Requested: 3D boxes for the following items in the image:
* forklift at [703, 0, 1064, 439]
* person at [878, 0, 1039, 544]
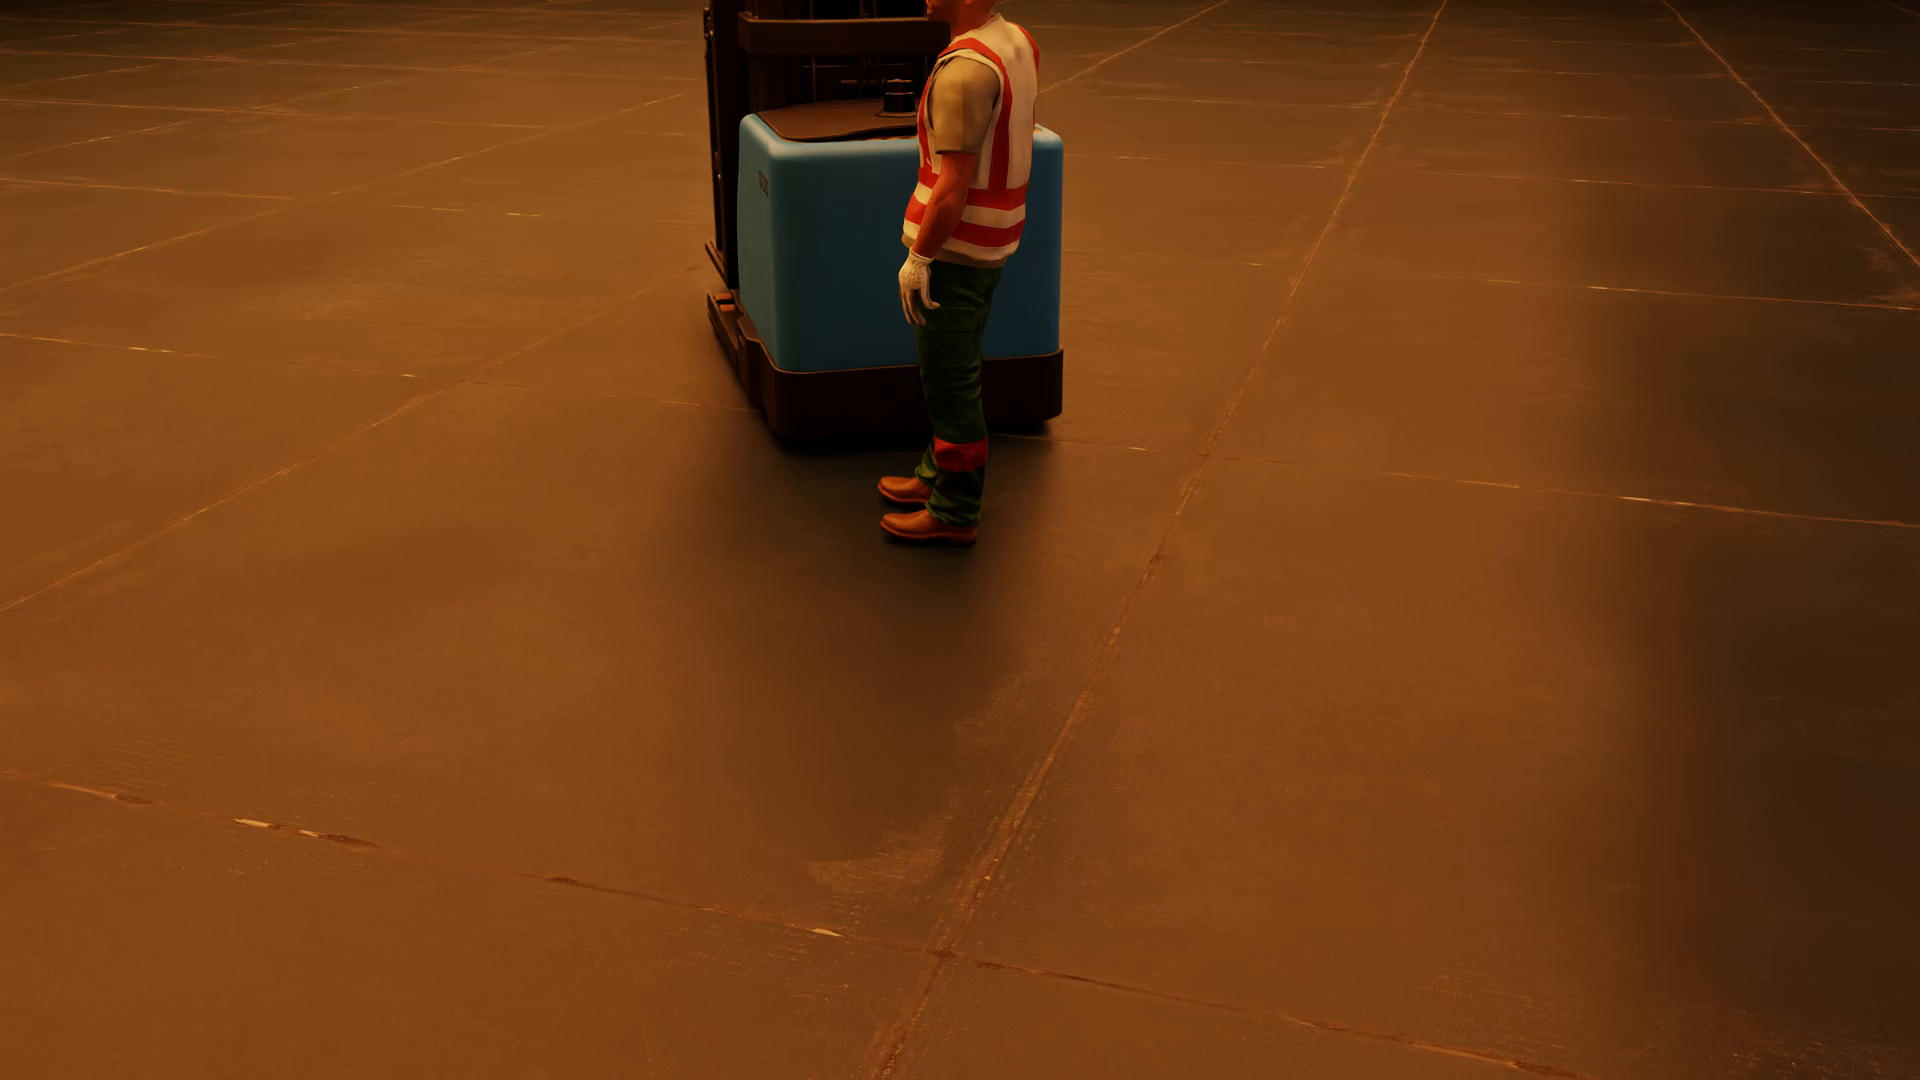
[{"bbox_3d":[-0.495,-2.237,6.699,1.130,2.935,3.031,-6,23,-14],"label":"forklift"},{"bbox_3d":[-0.074,-0.847,4.809,0.562,1.790,0.637,7,23,16],"label":"person"}]
